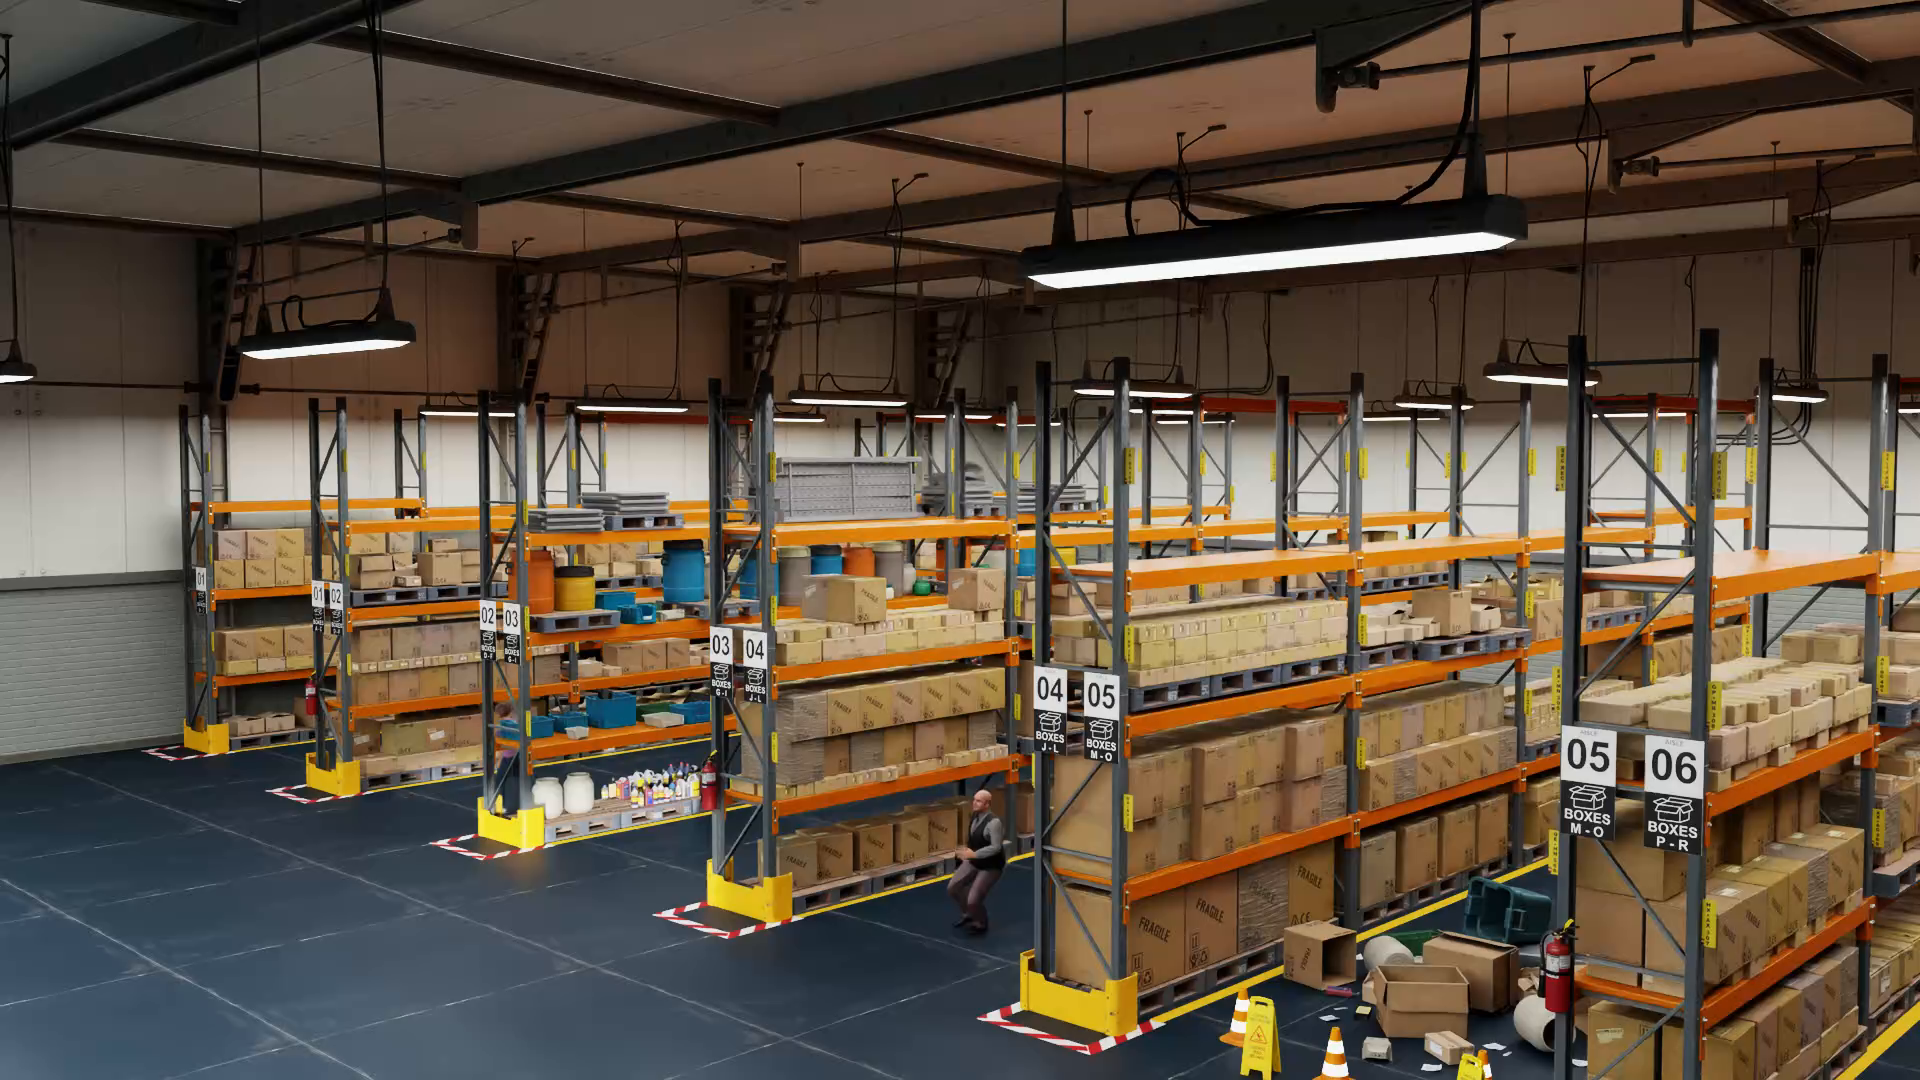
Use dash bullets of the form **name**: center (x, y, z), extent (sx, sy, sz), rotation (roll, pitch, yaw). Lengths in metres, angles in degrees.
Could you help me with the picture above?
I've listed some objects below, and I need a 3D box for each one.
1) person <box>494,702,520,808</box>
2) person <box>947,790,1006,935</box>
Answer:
- **person**: center (-6.483, 3.126, 23.902), extent (0.657, 1.597, 0.685), rotation (0, 3, -5)
- **person**: center (0.163, 3.432, 17.622), extent (0.676, 1.618, 0.829), rotation (-3, 4, -41)
